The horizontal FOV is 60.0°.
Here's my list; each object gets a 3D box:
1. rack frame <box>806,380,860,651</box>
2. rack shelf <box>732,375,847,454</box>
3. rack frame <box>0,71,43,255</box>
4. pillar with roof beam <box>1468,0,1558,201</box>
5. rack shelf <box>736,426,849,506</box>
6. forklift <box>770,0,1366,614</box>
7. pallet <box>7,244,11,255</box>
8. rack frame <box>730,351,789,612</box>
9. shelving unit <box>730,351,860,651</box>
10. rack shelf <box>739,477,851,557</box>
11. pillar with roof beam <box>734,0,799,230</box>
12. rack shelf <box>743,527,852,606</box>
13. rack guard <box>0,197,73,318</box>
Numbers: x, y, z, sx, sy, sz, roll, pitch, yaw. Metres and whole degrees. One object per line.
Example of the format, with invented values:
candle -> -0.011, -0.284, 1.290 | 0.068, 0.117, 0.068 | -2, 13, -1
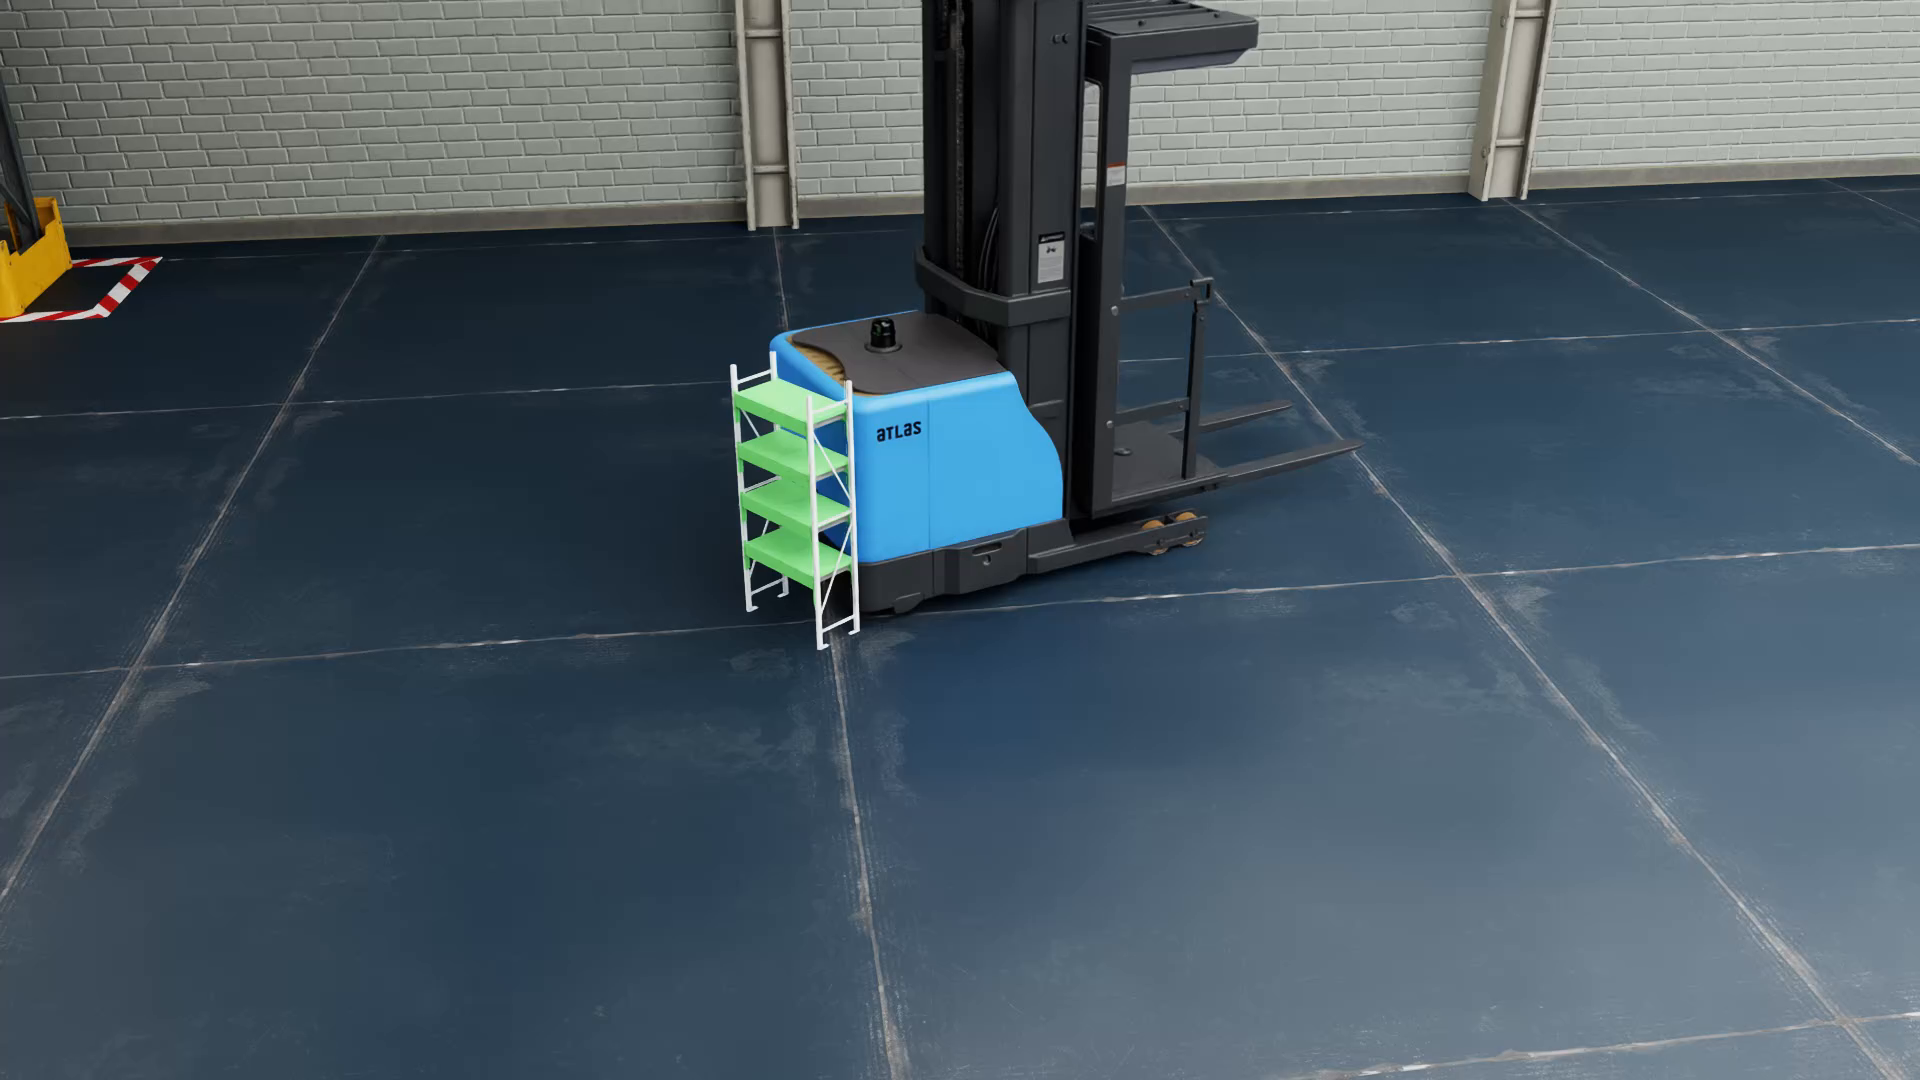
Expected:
rack frame -> -0.539, -0.090, 7.111 | 0.015, 1.200, 0.240 | 24, 36, 38
rack shelf -> -0.714, -0.538, 7.072 | 0.480, 0.148, 0.258 | 24, 36, 38
rack frame -> -6.601, -3.082, 10.970 | 0.127, 3.000, 1.000 | -4, 27, -7
pillar with roof beam -> 5.067, -4.931, 8.003 | 0.400, 9.000, 9.100 | -4, 27, -7
rack shelf -> -0.714, -0.324, 7.182 | 0.480, 0.148, 0.258 | 24, 36, 38
forklift -> 0.644, -1.431, 7.828 | 3.031, 2.935, 1.130 | -13, 30, -24
pallet -> -7.352, -1.774, 11.475 | 1.213, 0.211, 1.003 | -4, 27, -7
rack frame -> -0.889, -0.245, 7.414 | 0.015, 1.200, 0.240 | 24, 36, 38
shelving unit -> -0.714, -0.168, 7.262 | 0.503, 1.200, 0.258 | 24, 36, 38
rack shelf -> -0.714, -0.111, 7.291 | 0.480, 0.148, 0.258 | 24, 36, 38
pillar with roof beam -> -0.875, -4.549, 7.259 | 0.400, 9.000, 9.100 | -4, 27, -7
rack shelf -> -0.714, 0.103, 7.401 | 0.480, 0.148, 0.258 | 24, 36, 38
rack guard -> -6.577, -1.971, 11.544 | 0.348, 0.500, 1.175 | -4, 27, -7
